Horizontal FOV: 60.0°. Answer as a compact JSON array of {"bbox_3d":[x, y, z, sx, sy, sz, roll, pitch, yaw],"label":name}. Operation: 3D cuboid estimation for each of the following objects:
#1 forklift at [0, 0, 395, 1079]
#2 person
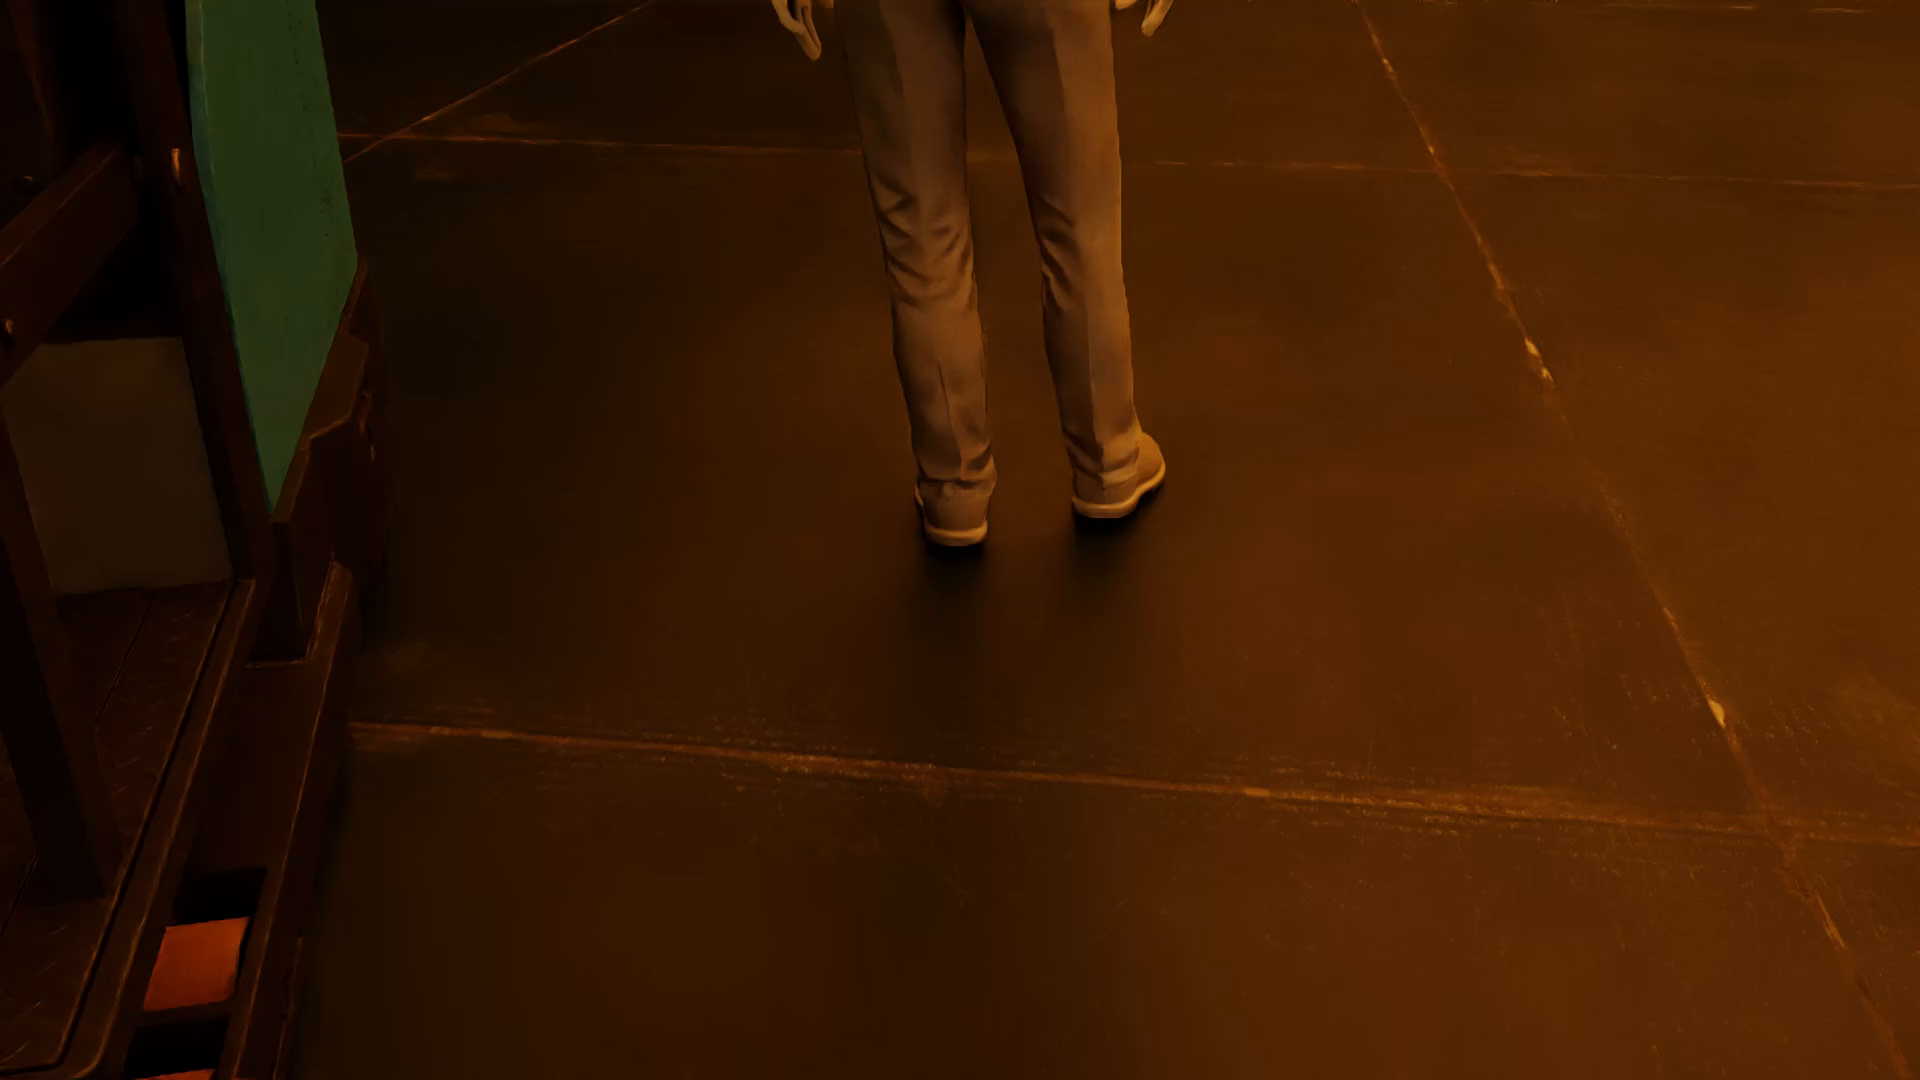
[{"bbox_3d":[-1.169,-0.812,0.845,1.130,2.935,3.031,-6,27,-11],"label":"forklift"},{"bbox_3d":[0.016,-0.794,2.178,0.586,1.695,0.533,3,27,7],"label":"person"}]
